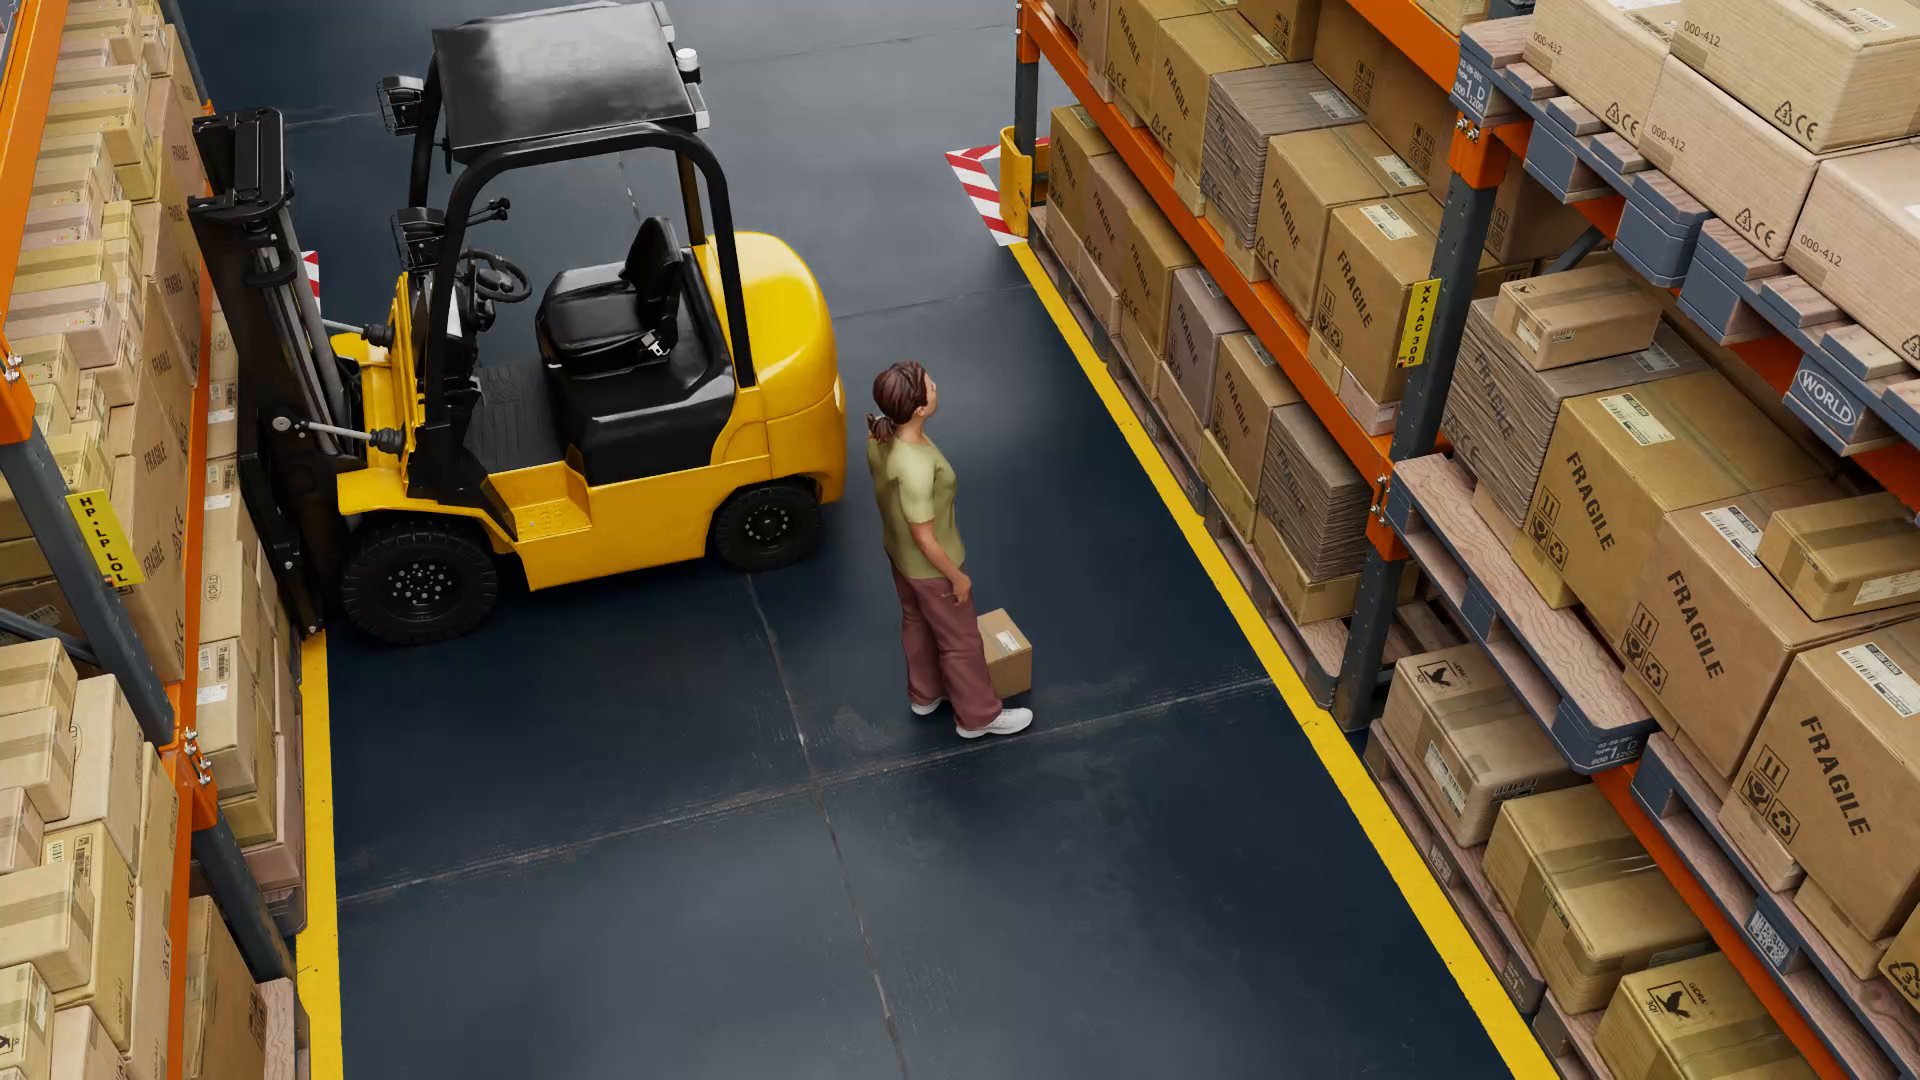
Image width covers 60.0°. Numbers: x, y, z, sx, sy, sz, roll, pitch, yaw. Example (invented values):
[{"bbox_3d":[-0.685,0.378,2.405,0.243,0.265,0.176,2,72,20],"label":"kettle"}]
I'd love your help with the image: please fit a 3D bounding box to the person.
[{"bbox_3d":[-0.061,0.030,6.115,0.547,1.673,0.553,-18,45,-18],"label":"person"}]
